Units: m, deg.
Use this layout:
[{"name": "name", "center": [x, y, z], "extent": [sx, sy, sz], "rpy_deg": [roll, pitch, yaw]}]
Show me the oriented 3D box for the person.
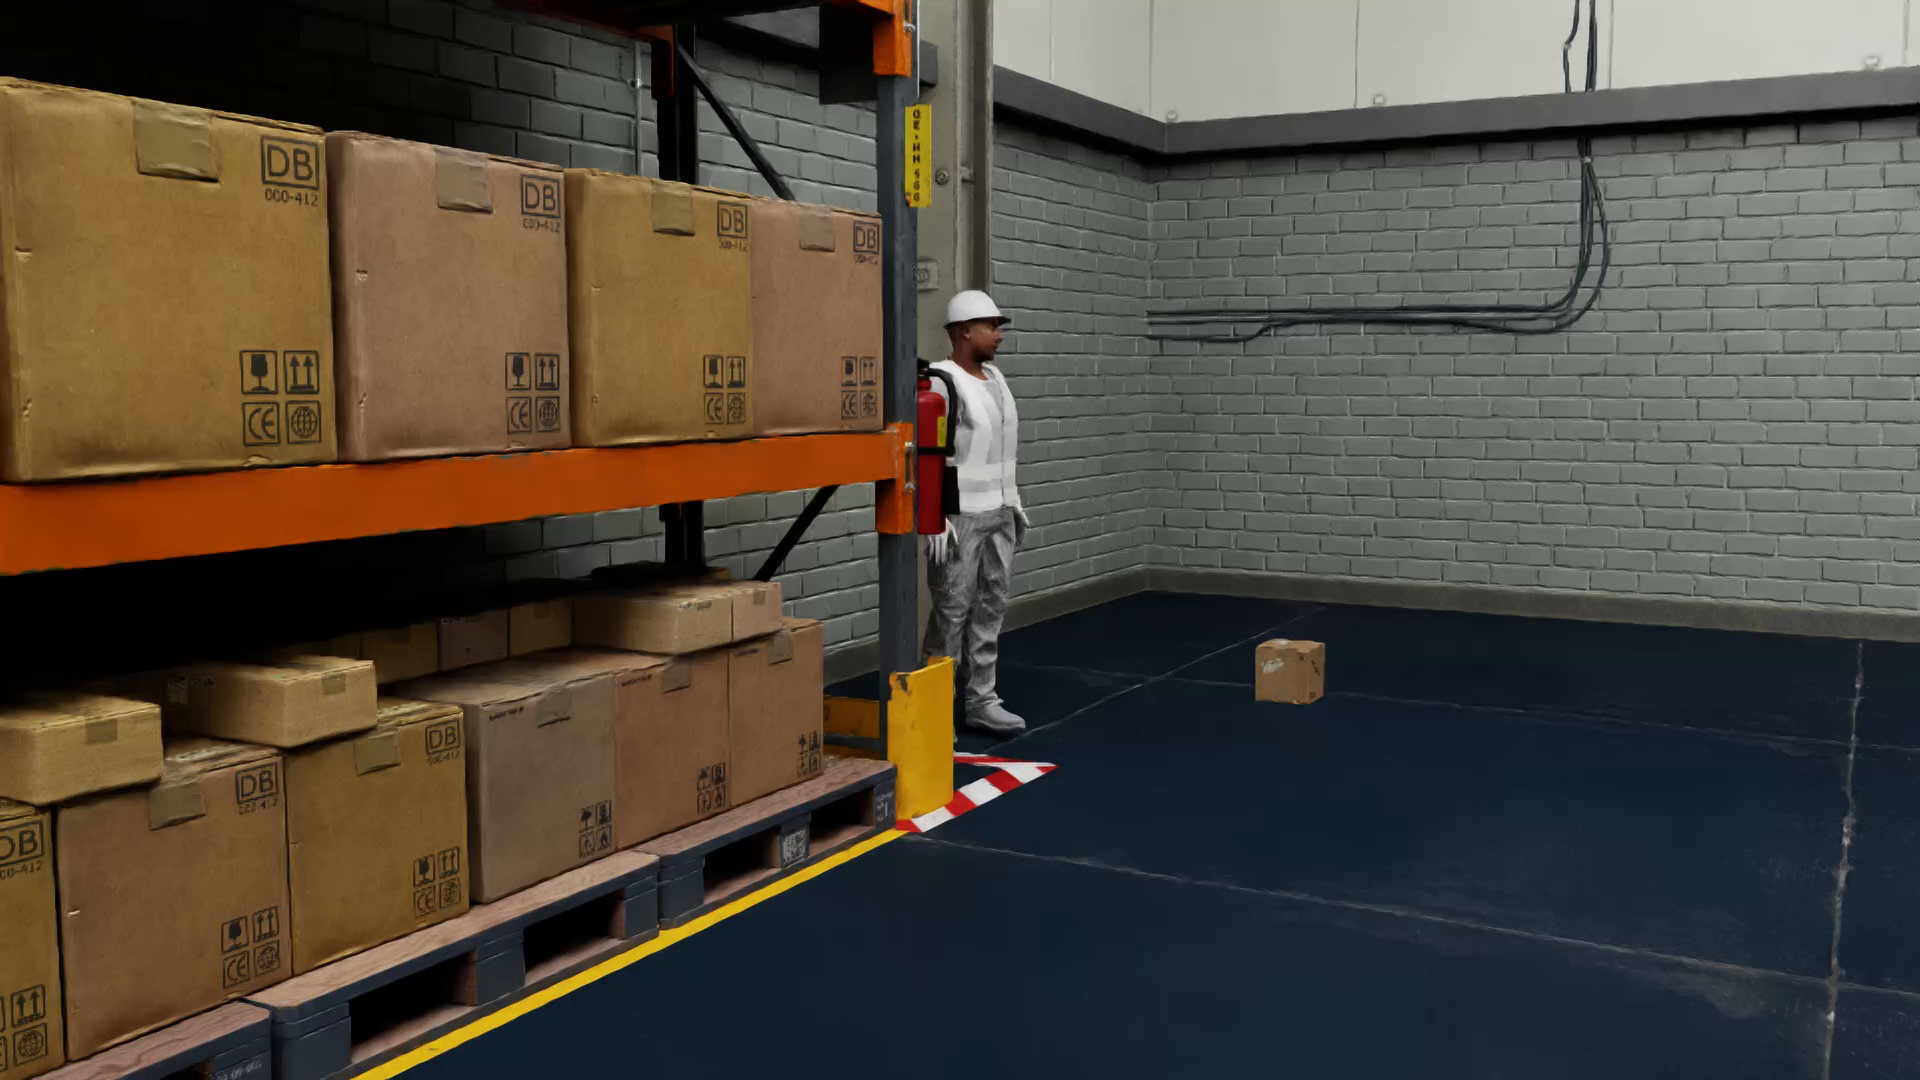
[{"name": "person", "center": [0.055, -0.103, 6.701], "extent": [0.392, 1.792, 0.638], "rpy_deg": [4, 7, 35]}]
